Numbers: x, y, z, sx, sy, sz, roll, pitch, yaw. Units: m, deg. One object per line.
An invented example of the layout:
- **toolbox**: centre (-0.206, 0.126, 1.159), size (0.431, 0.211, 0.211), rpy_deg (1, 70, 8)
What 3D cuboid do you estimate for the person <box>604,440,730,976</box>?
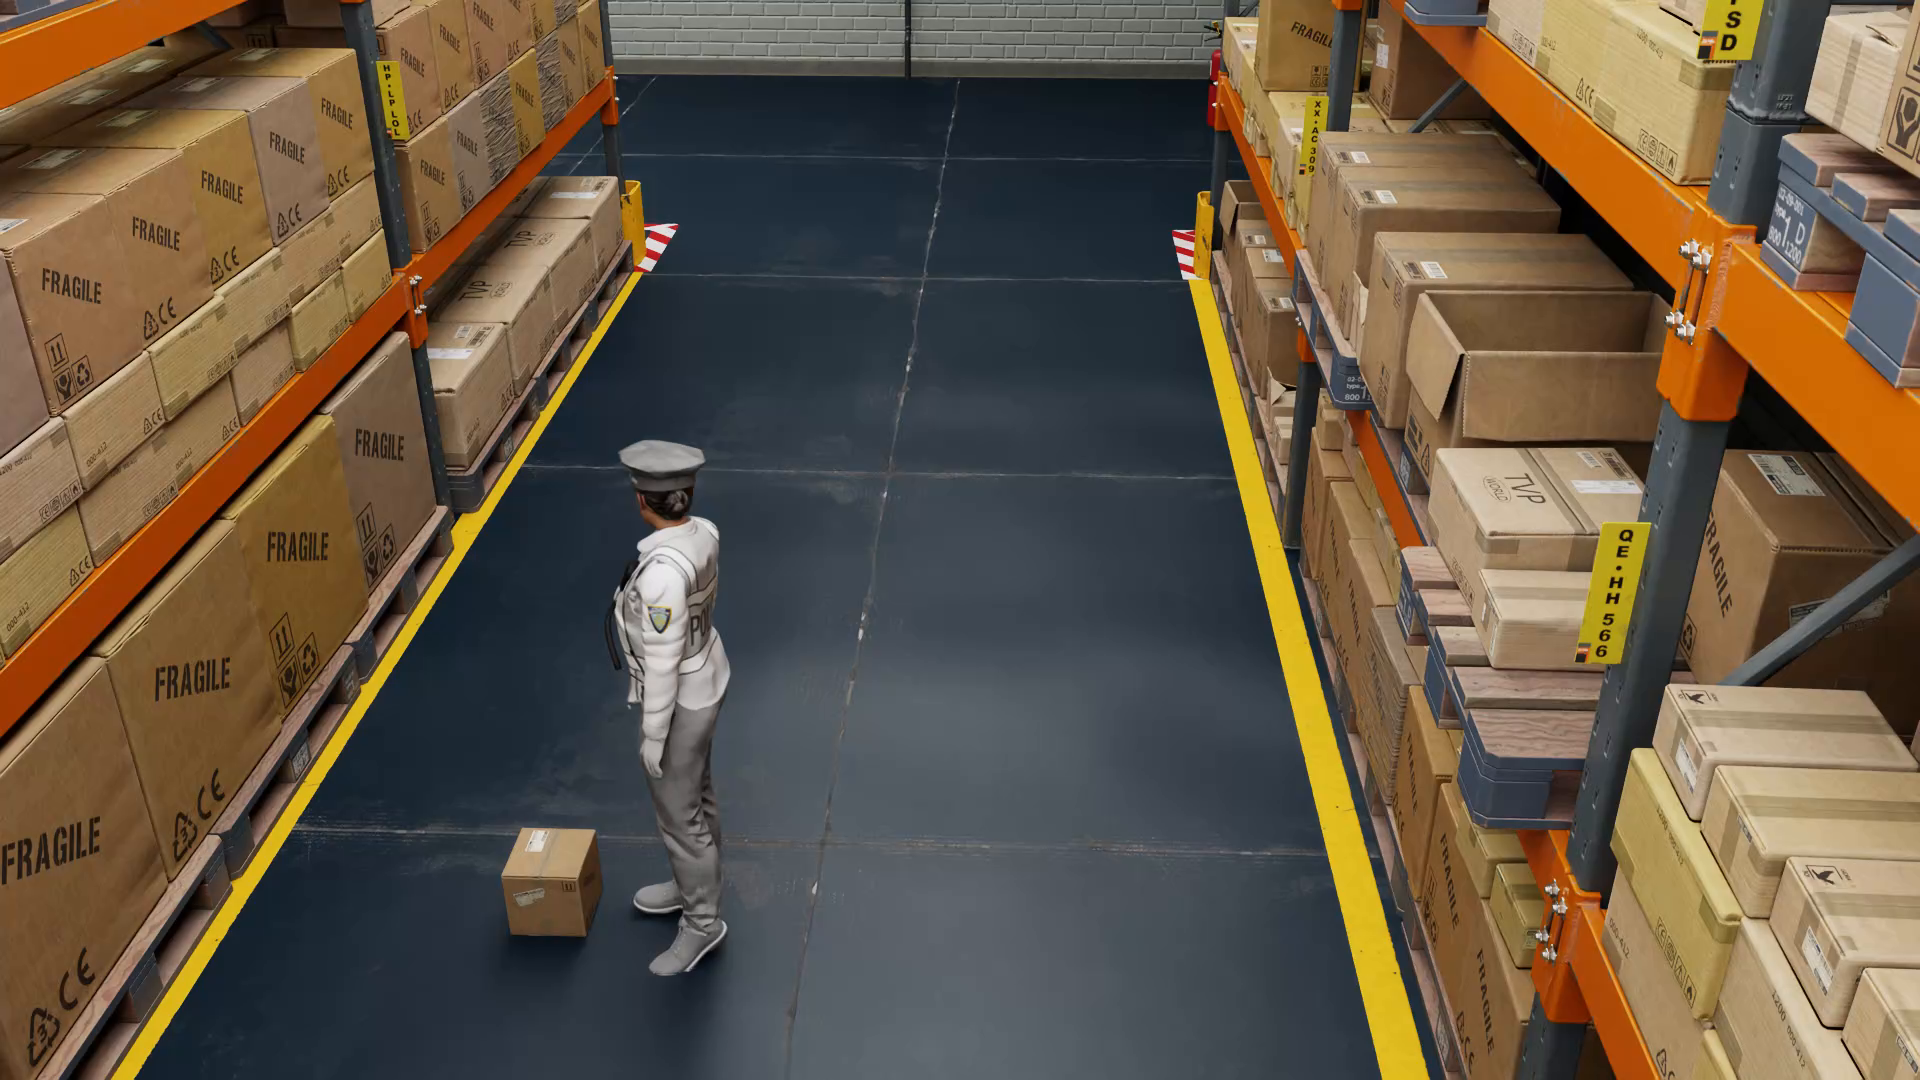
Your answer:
- **person**: centre (-0.904, 0.525, 5.154), size (0.383, 1.717, 0.584), rpy_deg (1, 28, 3)
